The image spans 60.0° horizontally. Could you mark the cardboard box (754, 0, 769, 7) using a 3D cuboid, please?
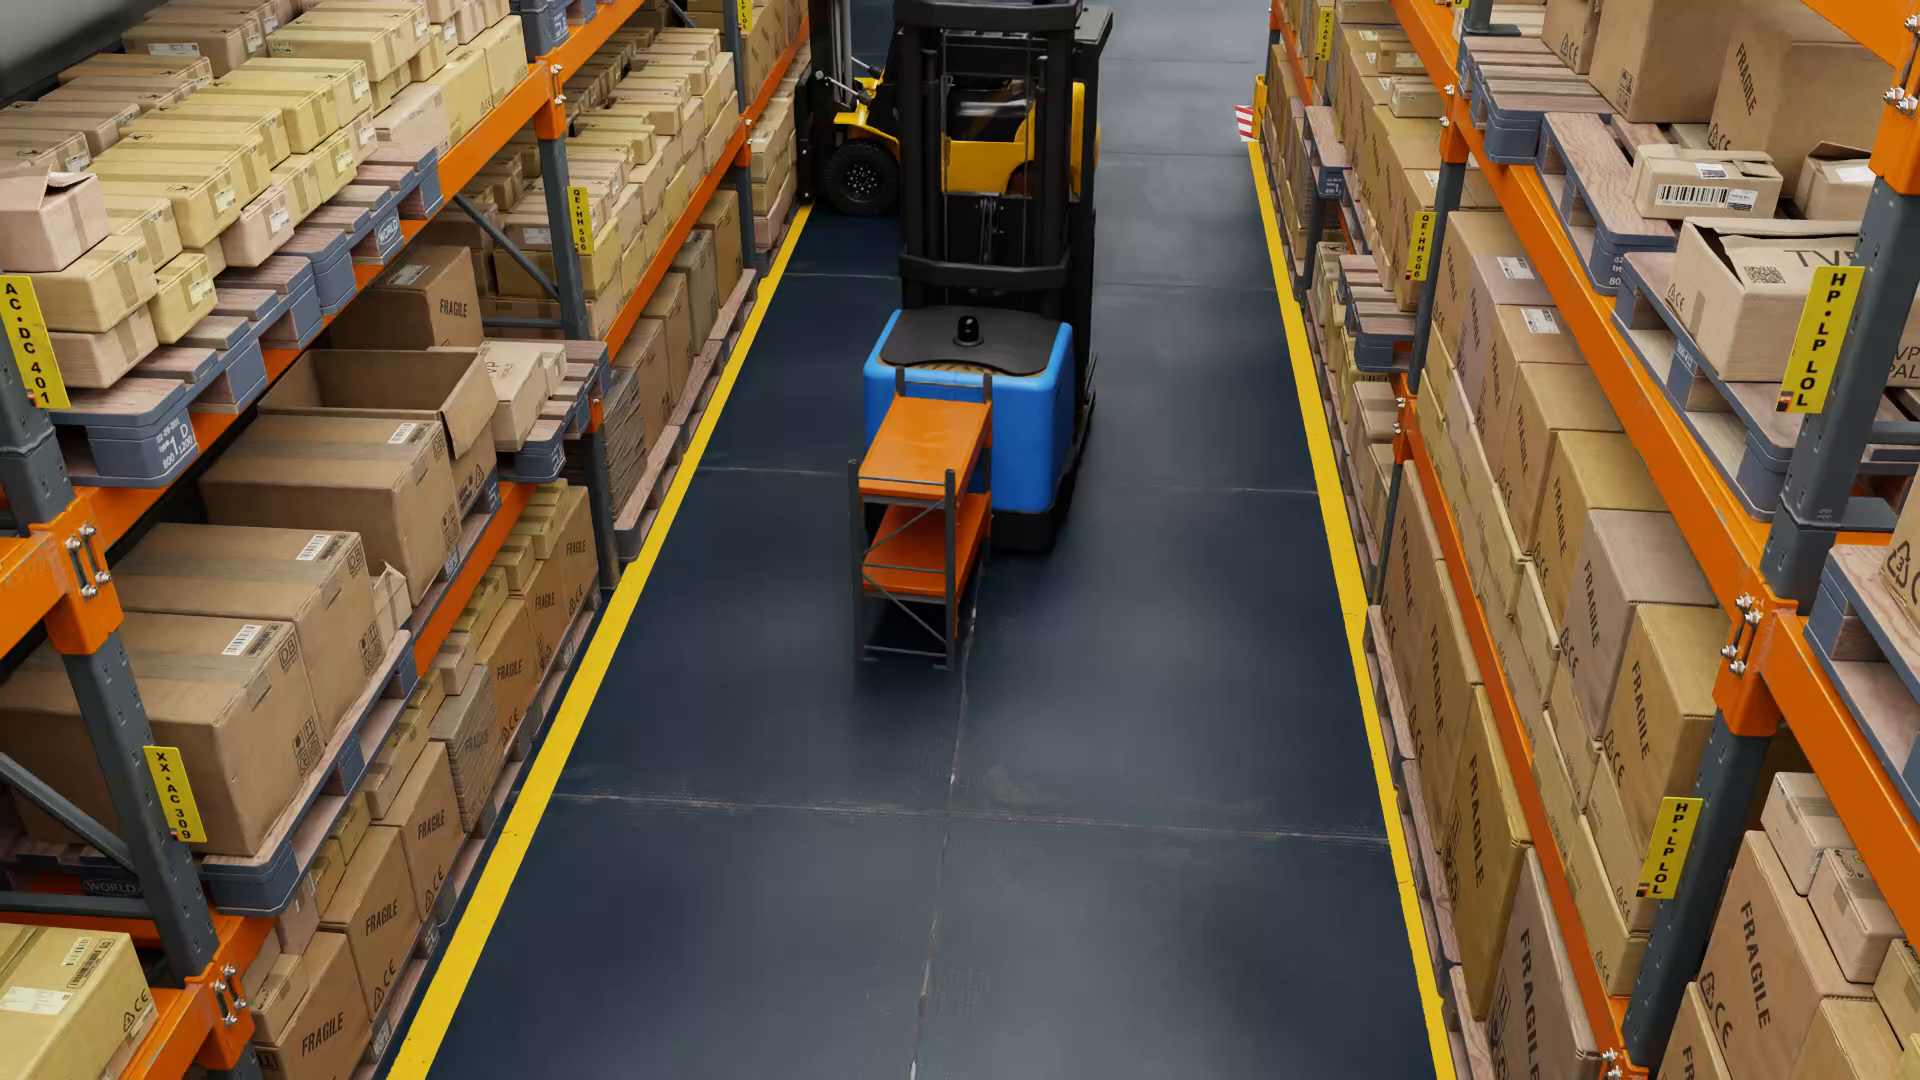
[{"bbox_3d":[-1.601,-4.023,12.206,0.380,0.149,0.250,3,32,5],"label":"cardboard box"}]

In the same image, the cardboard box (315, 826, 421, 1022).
[{"bbox_3d":[-2.350,1.396,6.108,0.500,0.500,0.500,2,32,3],"label":"cardboard box"}]

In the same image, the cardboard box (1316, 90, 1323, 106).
[{"bbox_3d":[2.674,-3.014,11.522,0.380,0.149,0.250,2,32,3],"label":"cardboard box"}]

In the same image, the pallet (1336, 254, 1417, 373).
[{"bbox_3d":[2.578,-1.144,8.430,1.213,0.211,1.003,2,32,4],"label":"pallet"}]

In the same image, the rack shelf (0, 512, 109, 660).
[{"bbox_3d":[-2.810,1.108,2.420,1.077,0.370,4.000,2,32,4],"label":"rack shelf"}]

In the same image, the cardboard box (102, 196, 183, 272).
[{"bbox_3d":[-2.235,-0.765,4.233,0.380,0.149,0.250,3,32,5],"label":"cardboard box"}]

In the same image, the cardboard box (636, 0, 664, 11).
[{"bbox_3d":[-2.271,-3.775,11.520,0.380,0.149,0.250,3,32,4],"label":"cardboard box"}]

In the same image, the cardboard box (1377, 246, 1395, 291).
[{"bbox_3d":[2.344,-1.379,8.467,0.380,0.149,0.250,2,32,4],"label":"cardboard box"}]

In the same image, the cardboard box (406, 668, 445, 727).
[{"bbox_3d":[-2.316,0.638,6.719,0.380,0.149,0.250,3,32,4],"label":"cardboard box"}]

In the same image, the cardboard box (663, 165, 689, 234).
[{"bbox_3d":[-1.917,-2.020,9.812,0.500,0.250,0.500,3,32,6],"label":"cardboard box"}]

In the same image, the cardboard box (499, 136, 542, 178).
[{"bbox_3d":[-2.456,-2.095,9.077,0.380,0.149,0.250,2,32,4],"label":"cardboard box"}]

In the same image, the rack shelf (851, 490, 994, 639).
[{"bbox_3d":[-0.177,0.084,8.508,0.538,0.278,1.000,6,32,9],"label":"rack shelf"}]

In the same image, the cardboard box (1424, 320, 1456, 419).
[{"bbox_3d":[2.338,-0.743,7.263,0.500,0.250,0.500,2,32,4],"label":"cardboard box"}]

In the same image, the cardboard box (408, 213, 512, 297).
[{"bbox_3d":[-2.562,-1.454,8.417,0.500,0.250,0.500,3,32,5],"label":"cardboard box"}]

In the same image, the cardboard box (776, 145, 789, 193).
[{"bbox_3d":[-1.610,-2.874,12.799,0.500,0.250,0.500,2,32,4],"label":"cardboard box"}]

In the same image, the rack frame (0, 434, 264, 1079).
[{"bbox_3d":[-2.647,1.033,4.715,1.000,3.000,0.127,2,32,4],"label":"rack frame"}]

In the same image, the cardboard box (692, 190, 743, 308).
[{"bbox_3d":[-2.027,-2.045,11.572,0.875,0.625,0.625,4,32,6],"label":"cardboard box"}]

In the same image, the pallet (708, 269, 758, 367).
[{"bbox_3d":[-2.017,-1.576,11.606,1.003,0.211,1.213,2,32,4],"label":"pallet"}]

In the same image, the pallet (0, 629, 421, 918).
[{"bbox_3d":[-2.473,0.702,5.436,1.003,0.211,1.213,2,32,4],"label":"pallet"}]

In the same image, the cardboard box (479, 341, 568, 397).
[{"bbox_3d":[-1.993,-0.771,7.481,0.380,0.149,0.250,3,32,5],"label":"cardboard box"}]

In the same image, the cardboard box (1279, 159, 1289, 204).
[{"bbox_3d":[2.811,-2.814,13.177,0.500,0.250,0.500,3,32,5],"label":"cardboard box"}]

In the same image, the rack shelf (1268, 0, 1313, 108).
[{"bbox_3d":[3.114,-3.680,13.048,1.077,0.370,4.000,2,32,4],"label":"rack shelf"}]

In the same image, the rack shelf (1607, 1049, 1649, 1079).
[{"bbox_3d":[2.137,2.595,2.866,1.077,0.370,4.000,2,32,4],"label":"rack shelf"}]

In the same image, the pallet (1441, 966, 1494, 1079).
[{"bbox_3d":[2.288,2.023,5.765,1.003,0.211,1.213,2,32,4],"label":"pallet"}]

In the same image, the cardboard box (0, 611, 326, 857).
[{"bbox_3d":[-2.385,0.568,4.973,0.700,0.500,0.500,3,32,5],"label":"cardboard box"}]

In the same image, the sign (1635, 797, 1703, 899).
[{"bbox_3d":[1.759,0.766,4.120,0.100,0.325,0.005,2,32,4],"label":"sign"}]

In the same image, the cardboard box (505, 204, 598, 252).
[{"bbox_3d":[-2.002,-1.531,8.162,0.380,0.149,0.250,3,32,5],"label":"cardboard box"}]

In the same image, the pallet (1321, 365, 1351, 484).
[{"bbox_3d":[2.793,-0.706,10.195,1.003,0.211,1.213,2,32,4],"label":"pallet"}]

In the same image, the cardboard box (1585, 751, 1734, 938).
[{"bbox_3d":[2.094,0.853,4.673,0.500,0.250,0.500,2,32,4],"label":"cardboard box"}]

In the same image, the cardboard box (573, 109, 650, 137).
[{"bbox_3d":[-1.983,-2.347,9.486,0.380,0.149,0.250,2,32,4],"label":"cardboard box"}]

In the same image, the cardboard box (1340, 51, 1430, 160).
[{"bbox_3d":[2.533,-2.535,9.726,0.500,0.500,0.500,2,32,4],"label":"cardboard box"}]

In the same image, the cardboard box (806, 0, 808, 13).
[{"bbox_3d":[-1.500,-4.745,13.995,0.500,0.500,0.500,3,32,6],"label":"cardboard box"}]

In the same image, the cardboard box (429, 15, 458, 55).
[{"bbox_3d":[-2.198,-1.975,6.499,0.380,0.149,0.250,3,32,5],"label":"cardboard box"}]

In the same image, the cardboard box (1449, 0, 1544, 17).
[{"bbox_3d":[2.713,-2.663,7.758,0.700,0.500,0.500,2,32,4],"label":"cardboard box"}]

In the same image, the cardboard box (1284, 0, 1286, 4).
[{"bbox_3d":[2.923,-4.694,13.629,0.500,0.500,0.500,3,32,5],"label":"cardboard box"}]

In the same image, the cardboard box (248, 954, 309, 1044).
[{"bbox_3d":[-2.353,1.466,5.376,0.380,0.149,0.250,4,32,6],"label":"cardboard box"}]

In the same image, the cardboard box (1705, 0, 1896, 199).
[{"bbox_3d":[2.771,-1.413,5.329,0.500,0.500,0.500,3,32,4],"label":"cardboard box"}]

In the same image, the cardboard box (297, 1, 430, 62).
[{"bbox_3d":[-2.142,-1.829,5.979,0.380,0.149,0.250,2,32,3],"label":"cardboard box"}]

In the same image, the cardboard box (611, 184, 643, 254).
[{"bbox_3d":[-2.000,-1.691,8.801,0.500,0.250,0.500,3,32,6],"label":"cardboard box"}]

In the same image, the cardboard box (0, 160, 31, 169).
[{"bbox_3d":[-2.729,-0.913,4.474,0.380,0.149,0.250,2,32,3],"label":"cardboard box"}]

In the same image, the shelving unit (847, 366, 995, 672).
[{"bbox_3d":[-0.177,-0.125,8.380,0.538,1.125,1.048,6,32,9],"label":"shelving unit"}]

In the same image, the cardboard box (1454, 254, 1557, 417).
[{"bbox_3d":[2.311,-0.810,6.656,0.500,0.500,0.500,3,32,4],"label":"cardboard box"}]

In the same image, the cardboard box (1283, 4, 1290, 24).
[{"bbox_3d":[2.868,-4.357,13.701,0.380,0.149,0.250,3,32,5],"label":"cardboard box"}]

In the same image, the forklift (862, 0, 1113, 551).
[{"bbox_3d":[0.249,-1.948,9.617,1.130,2.935,3.031,6,32,9],"label":"forklift"}]

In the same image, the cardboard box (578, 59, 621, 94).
[{"bbox_3d":[-2.334,-2.891,10.369,0.380,0.149,0.250,2,32,4],"label":"cardboard box"}]

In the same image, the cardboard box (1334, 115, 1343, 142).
[{"bbox_3d":[2.563,-2.606,10.459,0.380,0.149,0.250,3,32,5],"label":"cardboard box"}]

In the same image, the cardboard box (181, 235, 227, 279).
[{"bbox_3d":[-2.248,-0.768,4.522,0.380,0.149,0.250,3,32,4],"label":"cardboard box"}]

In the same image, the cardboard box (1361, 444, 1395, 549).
[{"bbox_3d":[2.682,-0.204,8.826,0.950,0.372,0.625,0,32,1],"label":"cardboard box"}]

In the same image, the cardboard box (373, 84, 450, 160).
[{"bbox_3d":[-2.202,-1.469,6.058,0.500,0.250,0.500,2,32,4],"label":"cardboard box"}]

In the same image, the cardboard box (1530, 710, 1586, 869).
[{"bbox_3d":[2.128,0.795,5.243,0.500,0.250,0.500,2,32,3],"label":"cardboard box"}]

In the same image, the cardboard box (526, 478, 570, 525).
[{"bbox_3d":[-2.109,-0.180,8.048,0.380,0.149,0.250,1,32,2],"label":"cardboard box"}]

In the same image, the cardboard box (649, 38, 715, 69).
[{"bbox_3d":[-1.805,-3.145,10.781,0.380,0.149,0.250,2,32,3],"label":"cardboard box"}]

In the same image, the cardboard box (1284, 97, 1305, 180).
[{"bbox_3d":[2.812,-3.121,12.962,0.500,0.500,0.500,4,32,7],"label":"cardboard box"}]

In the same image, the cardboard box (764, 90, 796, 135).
[{"bbox_3d":[-1.563,-3.351,13.096,0.500,0.250,0.500,3,32,6],"label":"cardboard box"}]

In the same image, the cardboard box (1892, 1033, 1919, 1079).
[{"bbox_3d":[1.951,1.050,3.020,0.380,0.149,0.250,2,32,4],"label":"cardboard box"}]

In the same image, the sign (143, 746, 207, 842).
[{"bbox_3d":[-2.106,0.684,4.457,0.100,0.325,0.005,2,32,4],"label":"sign"}]

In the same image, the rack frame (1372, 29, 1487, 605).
[{"bbox_3d":[2.626,-0.849,7.768,1.000,3.000,0.127,2,32,4],"label":"rack frame"}]
